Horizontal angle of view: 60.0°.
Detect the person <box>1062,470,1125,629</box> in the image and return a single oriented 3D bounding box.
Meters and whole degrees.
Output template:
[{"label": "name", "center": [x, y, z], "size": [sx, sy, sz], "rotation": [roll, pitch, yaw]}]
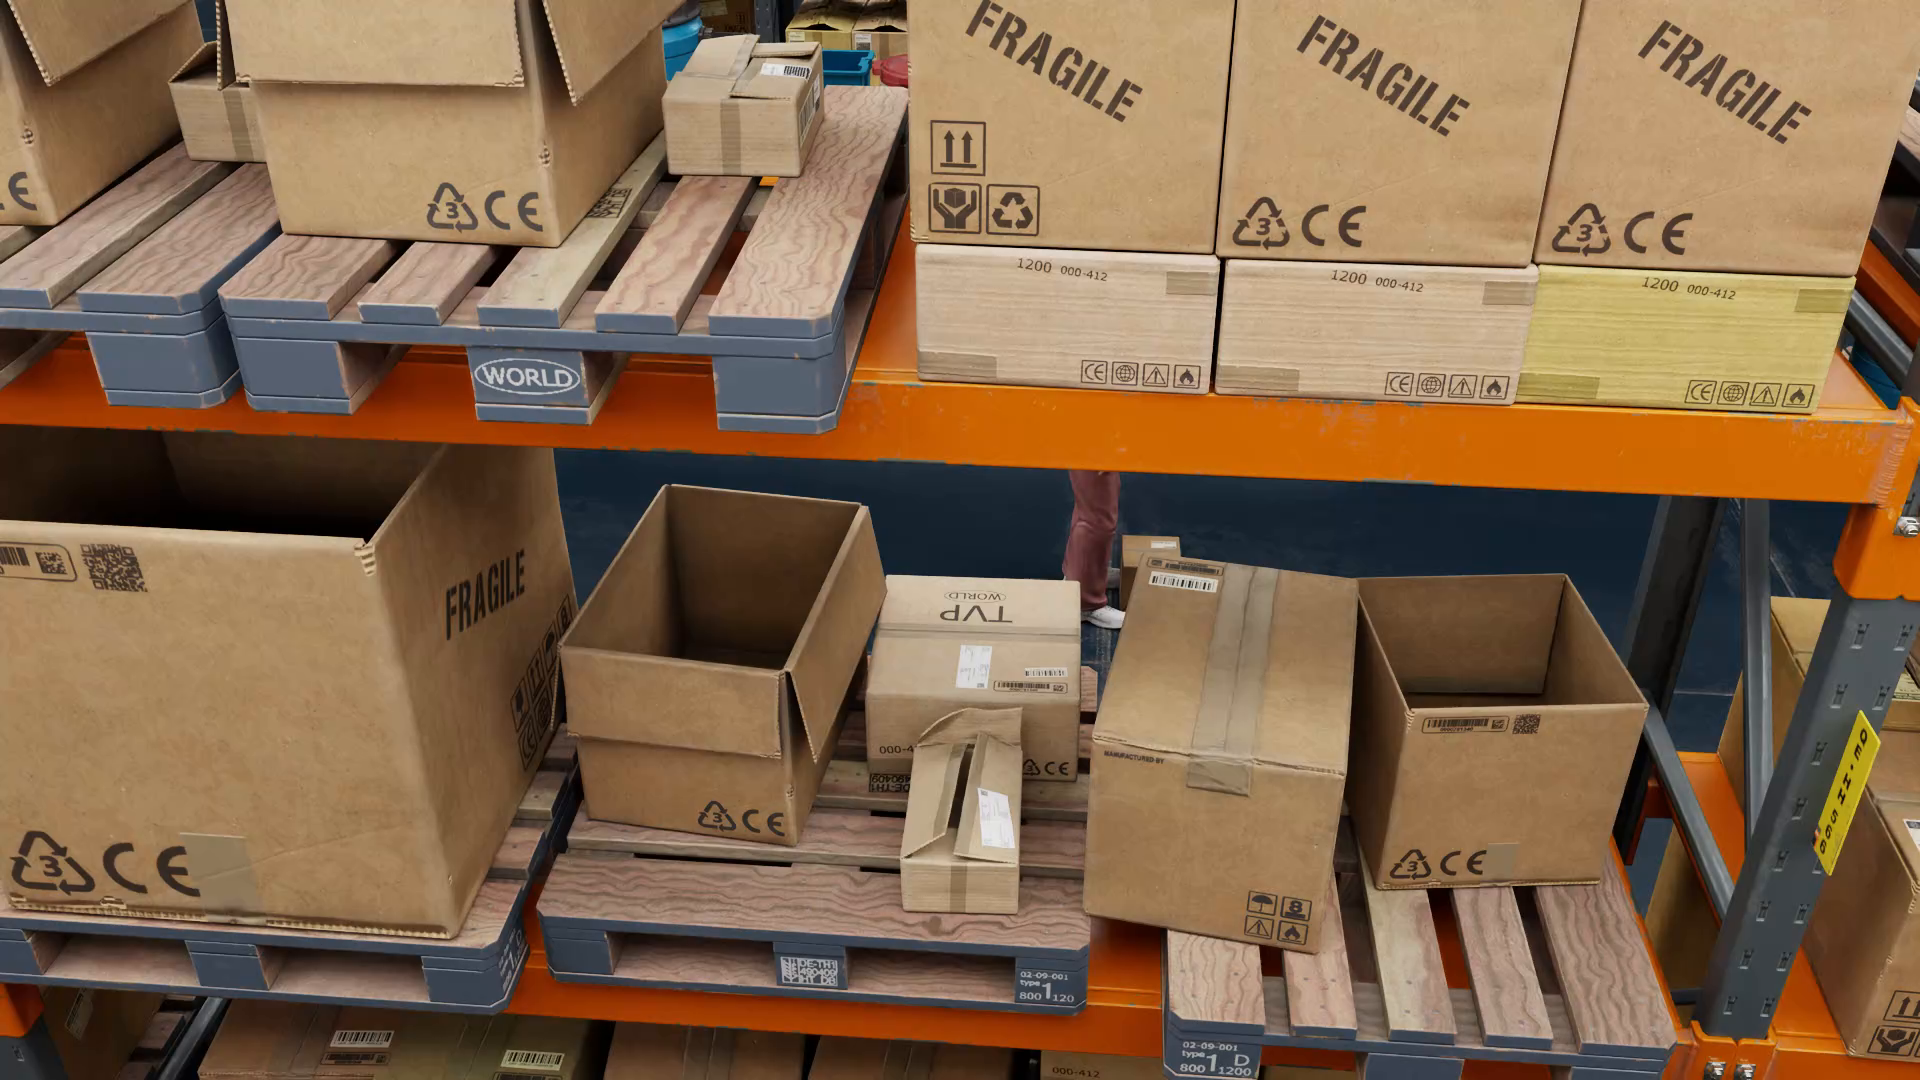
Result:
[{"label": "person", "center": [0.579, -0.458, 6.869], "size": [0.352, 1.673, 0.509], "rotation": [2, 32, 3]}]
